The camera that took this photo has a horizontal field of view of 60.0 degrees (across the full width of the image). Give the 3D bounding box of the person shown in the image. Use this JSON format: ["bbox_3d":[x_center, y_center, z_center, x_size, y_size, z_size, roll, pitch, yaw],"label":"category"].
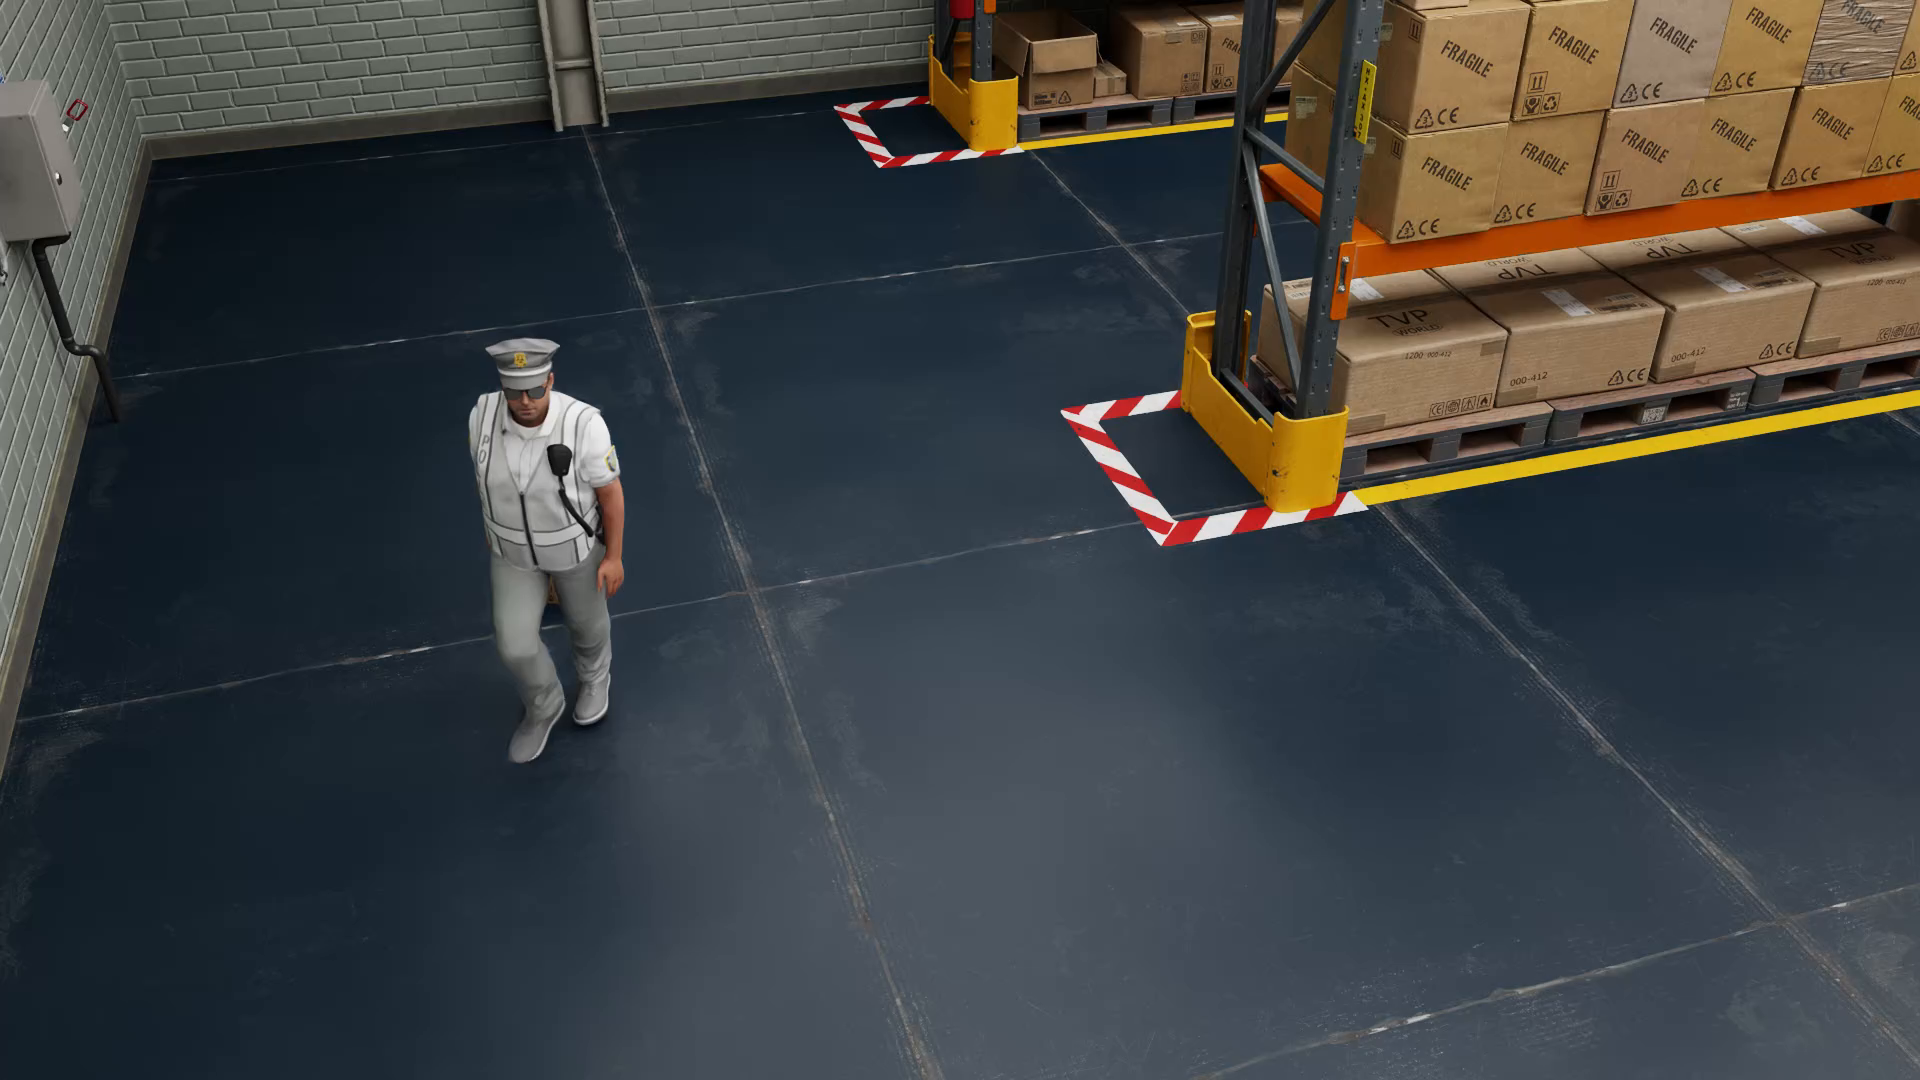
[{"bbox_3d":[-1.490,0.011,6.125,0.568,1.792,0.536,0,34,-1],"label":"person"}]
